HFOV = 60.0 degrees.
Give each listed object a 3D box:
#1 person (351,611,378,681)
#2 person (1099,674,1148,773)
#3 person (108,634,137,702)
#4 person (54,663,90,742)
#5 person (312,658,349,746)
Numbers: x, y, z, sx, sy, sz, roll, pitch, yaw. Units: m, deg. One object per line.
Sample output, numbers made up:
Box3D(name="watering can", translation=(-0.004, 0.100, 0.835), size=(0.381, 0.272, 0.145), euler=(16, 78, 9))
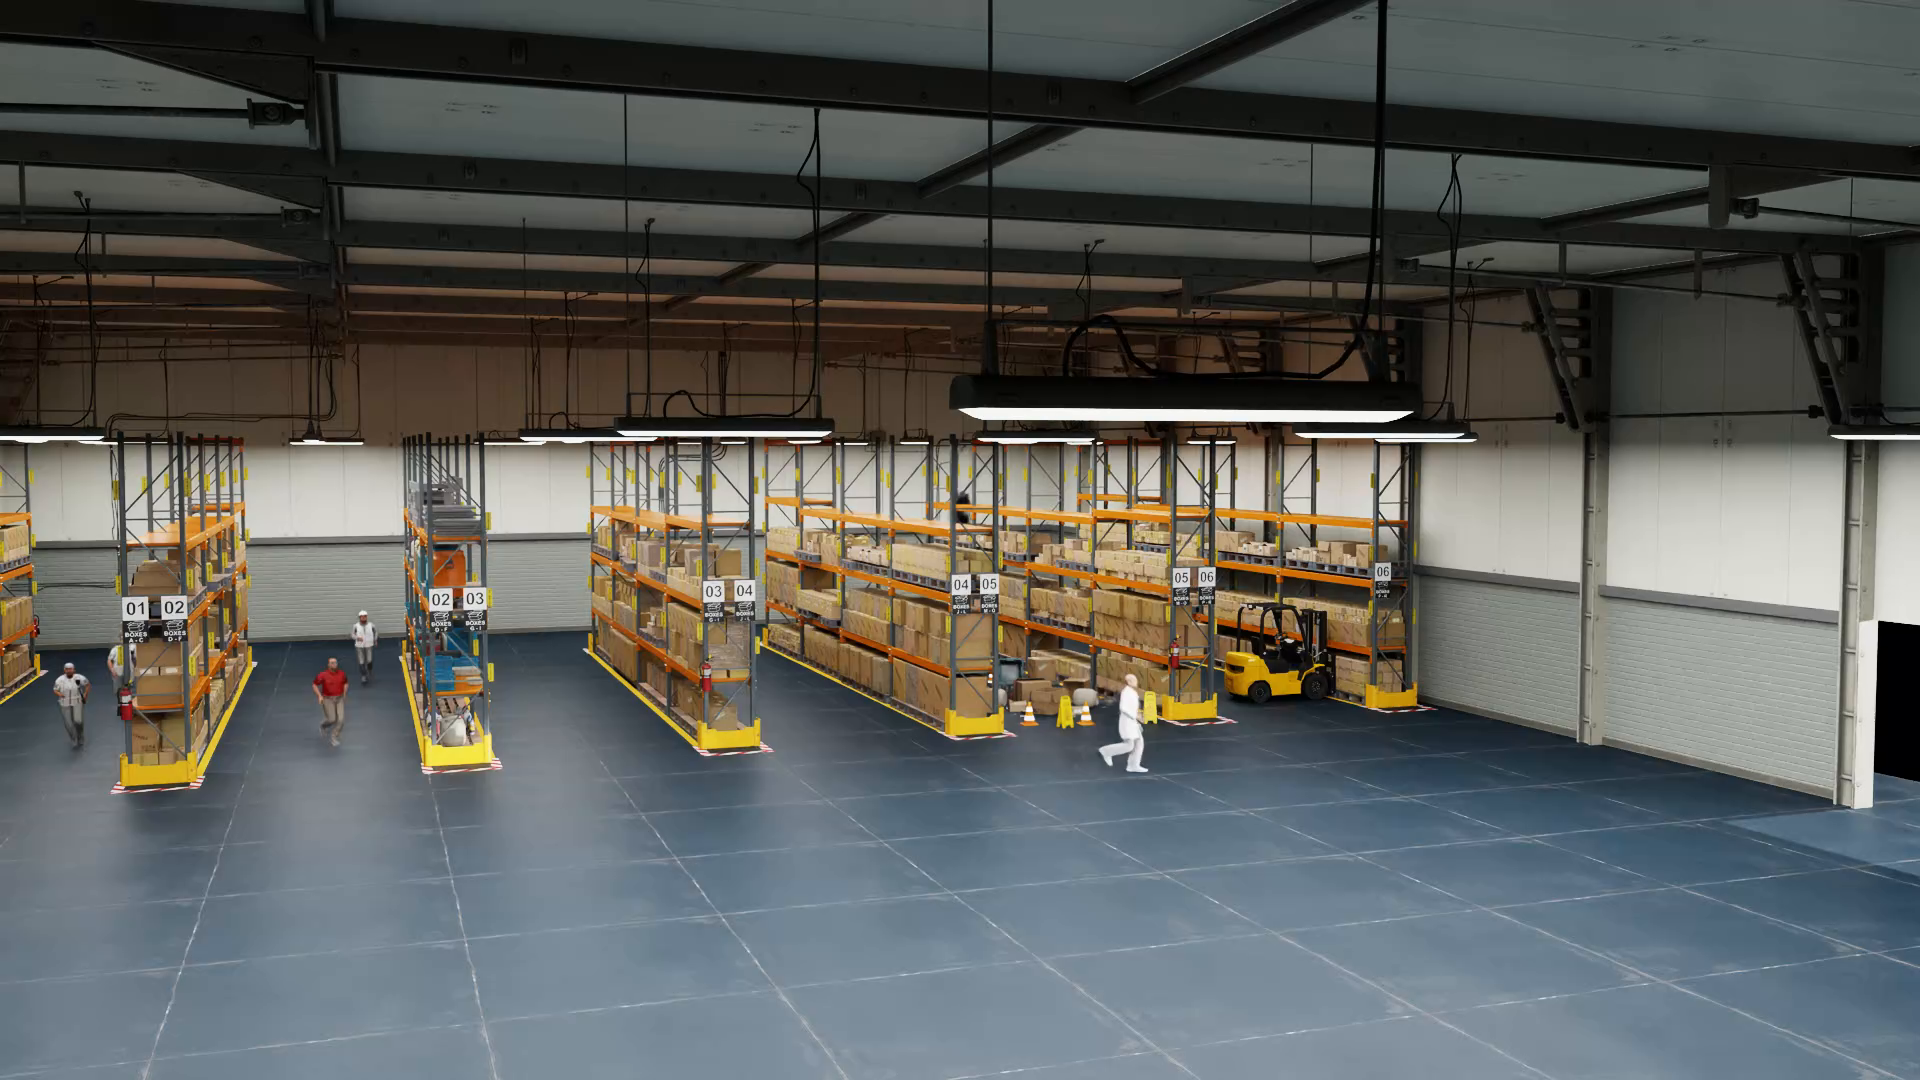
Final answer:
Box3D(name="person", translation=(-14.542, 2.596, 40.637), size=(0.643, 1.732, 0.600), euler=(-1, 3, -21))
Box3D(name="person", translation=(2.898, 3.228, 29.335), size=(0.844, 1.742, 0.699), euler=(1, 3, 14))
Box3D(name="person", translation=(-18.055, 2.880, 35.952), size=(0.659, 1.757, 0.850), euler=(-1, 3, -18))
Box3D(name="person", translation=(-16.921, 3.109, 31.649), size=(0.576, 1.554, 0.630), euler=(-1, 3, -21))
Box3D(name="person", translation=(-12.107, 3.121, 32.101), size=(0.673, 1.699, 0.595), euler=(-3, 4, -43))
